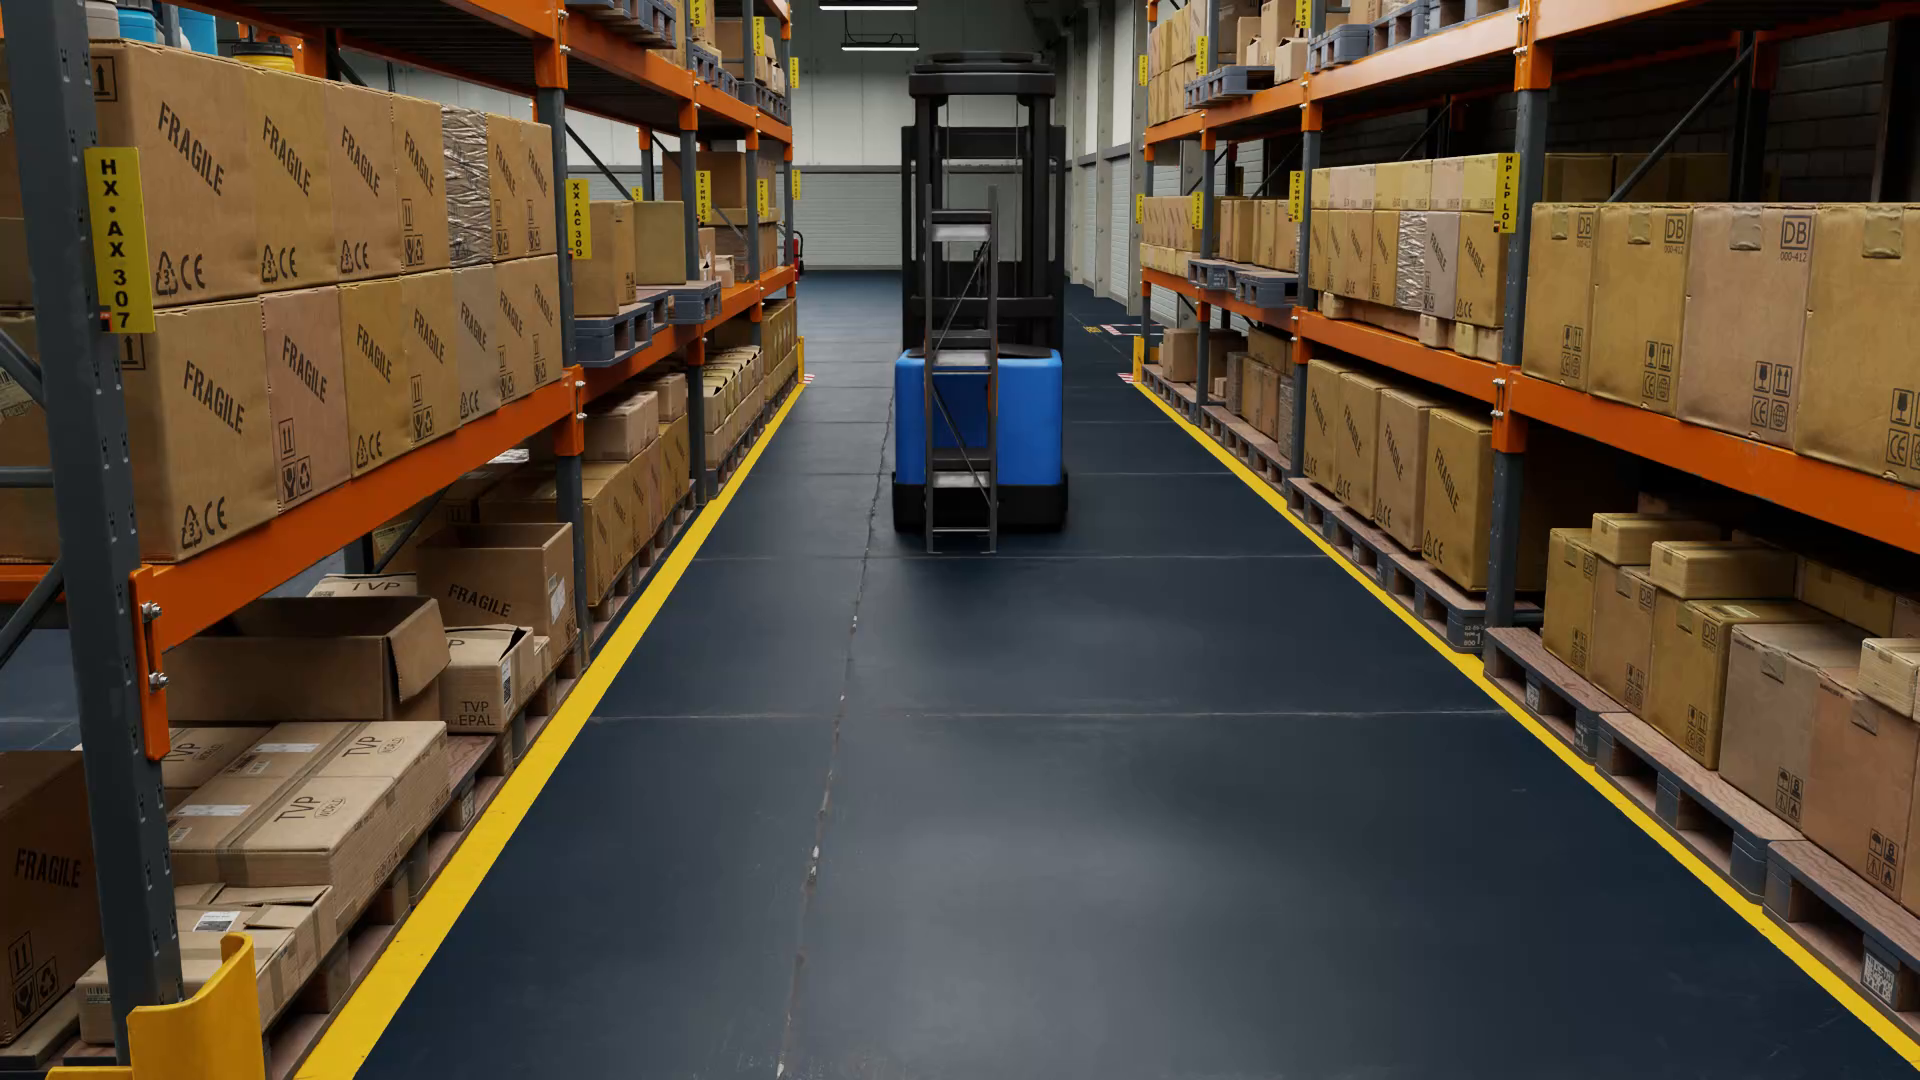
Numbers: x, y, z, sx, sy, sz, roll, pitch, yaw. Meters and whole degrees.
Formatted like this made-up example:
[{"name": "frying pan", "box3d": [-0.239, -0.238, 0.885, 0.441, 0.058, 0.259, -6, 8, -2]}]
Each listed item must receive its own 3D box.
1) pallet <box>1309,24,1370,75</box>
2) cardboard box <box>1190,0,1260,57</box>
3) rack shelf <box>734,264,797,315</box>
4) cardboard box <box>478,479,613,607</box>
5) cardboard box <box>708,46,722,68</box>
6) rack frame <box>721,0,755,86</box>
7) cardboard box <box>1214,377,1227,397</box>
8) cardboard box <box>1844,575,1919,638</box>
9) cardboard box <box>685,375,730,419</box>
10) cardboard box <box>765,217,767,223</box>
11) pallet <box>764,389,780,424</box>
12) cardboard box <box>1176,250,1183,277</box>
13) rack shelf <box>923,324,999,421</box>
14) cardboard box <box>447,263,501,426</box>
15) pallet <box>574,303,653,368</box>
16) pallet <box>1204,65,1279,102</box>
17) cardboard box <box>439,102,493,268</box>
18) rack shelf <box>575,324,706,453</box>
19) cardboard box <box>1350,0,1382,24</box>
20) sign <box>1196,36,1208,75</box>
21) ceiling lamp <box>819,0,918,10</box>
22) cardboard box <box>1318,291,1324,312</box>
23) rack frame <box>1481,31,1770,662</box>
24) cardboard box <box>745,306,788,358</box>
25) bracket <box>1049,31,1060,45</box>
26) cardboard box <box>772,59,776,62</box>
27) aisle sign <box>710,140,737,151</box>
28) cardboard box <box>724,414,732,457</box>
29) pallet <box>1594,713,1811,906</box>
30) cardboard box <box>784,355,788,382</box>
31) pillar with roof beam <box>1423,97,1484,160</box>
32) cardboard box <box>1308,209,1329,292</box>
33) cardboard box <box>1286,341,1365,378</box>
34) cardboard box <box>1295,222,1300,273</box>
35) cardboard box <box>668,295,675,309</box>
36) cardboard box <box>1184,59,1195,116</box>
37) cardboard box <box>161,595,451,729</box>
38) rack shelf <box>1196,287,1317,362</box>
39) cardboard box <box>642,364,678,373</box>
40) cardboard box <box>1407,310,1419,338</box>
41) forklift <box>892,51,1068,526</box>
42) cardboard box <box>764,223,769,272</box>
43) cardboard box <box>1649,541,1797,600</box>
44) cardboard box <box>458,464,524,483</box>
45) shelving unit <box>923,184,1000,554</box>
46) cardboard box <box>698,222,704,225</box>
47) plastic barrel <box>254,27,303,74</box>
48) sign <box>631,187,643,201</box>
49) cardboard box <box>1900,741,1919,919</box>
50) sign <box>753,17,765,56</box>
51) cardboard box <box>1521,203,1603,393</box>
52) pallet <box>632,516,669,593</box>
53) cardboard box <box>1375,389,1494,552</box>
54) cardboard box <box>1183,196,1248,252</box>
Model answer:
[{"name": "pallet", "box3d": [2.809, -2.968, 10.073, 1.213, 0.211, 1.003, 0, 11, 1]}, {"name": "cardboard box", "box3d": [2.379, -4.630, 14.978, 0.500, 0.500, 0.500, -1, 12, -6]}, {"name": "rack shelf", "box3d": [-2.334, -2.537, 16.829, 1.077, 0.370, 4.000, 0, 11, -1]}, {"name": "cardboard box", "box3d": [-1.893, 0.011, 7.643, 0.500, 0.500, 0.500, -1, 11, -4]}, {"name": "cardboard box", "box3d": [-2.289, -3.972, 13.869, 0.500, 0.250, 0.500, 1, 12, 5]}, {"name": "rack frame", "box3d": [-2.292, -5.432, 14.201, 1.000, 3.000, 0.127, 0, 11, -1]}, {"name": "cardboard box", "box3d": [2.619, -1.446, 15.663, 0.380, 0.166, 0.250, -2, 12, -9]}, {"name": "cardboard box", "box3d": [2.968, 0.207, 5.094, 0.380, 0.149, 0.250, 0, 11, -1]}, {"name": "cardboard box", "box3d": [-1.946, -1.040, 12.088, 0.500, 0.311, 0.500, -1, 11, -3]}, {"name": "cardboard box", "box3d": [-2.142, -3.270, 16.753, 0.380, 0.149, 0.250, 0, 11, -2]}, {"name": "pallet", "box3d": [-2.267, -1.284, 15.855, 1.003, 0.211, 1.213, 0, 11, -1]}, {"name": "cardboard box", "box3d": [2.345, -2.641, 15.861, 0.500, 0.250, 0.500, 0, 11, -1]}, {"name": "rack shelf", "box3d": [0.003, -0.983, 9.691, 0.431, 0.518, 0.480, 0, 11, -1]}, {"name": "cardboard box", "box3d": [-1.835, -0.648, 5.456, 0.500, 0.500, 0.500, 0, 11, 0]}, {"name": "pallet", "box3d": [-2.034, -0.967, 7.764, 1.003, 0.211, 1.213, 0, 11, -1]}, {"name": "pallet", "box3d": [2.591, -3.562, 12.999, 1.213, 0.211, 1.003, 0, 11, -1]}, {"name": "cardboard box", "box3d": [-1.834, -1.139, 5.364, 0.500, 0.500, 0.500, 0, 11, -1]}, {"name": "rack shelf", "box3d": [-2.168, -0.947, 8.991, 1.077, 0.370, 4.000, 0, 11, -1]}, {"name": "cardboard box", "box3d": [2.810, -3.358, 10.166, 0.700, 0.500, 0.500, -1, 12, -6]}, {"name": "sign", "box3d": [2.118, -4.233, 14.534, 0.100, 0.325, 0.005, 0, 11, -1]}, {"name": "ceiling lamp", "box3d": [-1.854, -12.337, 33.558, 2.000, 3.185, 0.800, 0, 11, -1]}, {"name": "cardboard box", "box3d": [2.518, -1.538, 10.678, 0.380, 0.149, 0.250, 0, 11, -2]}, {"name": "rack frame", "box3d": [2.825, -0.923, 7.063, 1.000, 3.000, 0.127, 0, 11, -1]}, {"name": "cardboard box", "box3d": [-2.022, -2.109, 16.885, 0.500, 0.500, 0.500, 0, 11, -1]}, {"name": "bracket", "box3d": [2.544, -13.244, 43.655, 0.076, 0.066, 4.783, 0, 11, -1]}, {"name": "cardboard box", "box3d": [-2.367, -4.968, 17.790, 0.797, 0.503, 0.637, 1, 11, 3]}, {"name": "aisle sign", "box3d": [-2.683, -4.573, 18.517, 0.394, 0.787, 0.004, 0, 11, -1]}, {"name": "cardboard box", "box3d": [-1.938, -0.760, 12.122, 0.500, 0.250, 0.500, -1, 11, -3]}, {"name": "pallet", "box3d": [2.791, 0.838, 5.396, 1.003, 0.211, 1.213, 0, 11, -1]}, {"name": "cardboard box", "box3d": [-2.026, -1.742, 16.960, 0.500, 0.250, 0.500, 0, 11, -1]}, {"name": "pillar with roof beam", "box3d": [-0.723, -4.902, 11.590, 9.100, 9.000, 0.400, 0, 11, -1]}, {"name": "cardboard box", "box3d": [2.497, -1.825, 10.460, 0.500, 0.500, 0.500, 0, 11, 1]}, {"name": "cardboard box", "box3d": [2.727, -1.332, 12.377, 0.500, 0.250, 0.500, 0, 11, 0]}, {"name": "cardboard box", "box3d": [2.723, -2.076, 11.389, 0.700, 0.500, 0.500, -2, 12, -8]}, {"name": "cardboard box", "box3d": [-2.174, -1.726, 11.245, 0.500, 0.311, 0.500, 0, 11, 2]}, {"name": "cardboard box", "box3d": [2.405, -4.242, 15.577, 0.500, 0.500, 0.500, -1, 12, -6]}, {"name": "cardboard box", "box3d": [-2.083, 0.480, 5.323, 0.797, 0.503, 0.637, 0, 11, -1]}, {"name": "rack shelf", "box3d": [2.702, -1.763, 13.014, 1.077, 0.370, 4.000, 0, 11, -1]}, {"name": "cardboard box", "box3d": [-2.500, -1.236, 13.058, 0.500, 0.311, 0.500, 0, 11, 0]}, {"name": "cardboard box", "box3d": [2.553, -1.128, 8.658, 0.380, 0.149, 0.250, -1, 11, -3]}, {"name": "forklift", "box3d": [0.165, -1.767, 11.399, 1.130, 2.935, 3.031, 0, 11, 2]}, {"name": "cardboard box", "box3d": [-2.358, -3.040, 17.249, 0.700, 0.500, 0.500, 0, 11, -1]}, {"name": "cardboard box", "box3d": [2.574, 0.100, 5.620, 0.380, 0.149, 0.250, -1, 11, -3]}, {"name": "cardboard box", "box3d": [-2.426, -0.087, 8.126, 0.500, 0.500, 0.500, 0, 11, -1]}, {"name": "shelving unit", "box3d": [0.003, -0.996, 9.688, 0.431, 2.100, 0.503, 0, 11, -1]}, {"name": "cardboard box", "box3d": [-2.512, -2.912, 14.986, 0.380, 0.149, 0.250, 0, 11, -1]}, {"name": "plastic barrel", "box3d": [-7.190, -5.058, 17.764, 0.600, 0.830, 0.708, 0, 11, -1]}, {"name": "sign", "box3d": [-2.847, -2.952, 14.691, 0.100, 0.325, 0.005, 0, 11, -1]}, {"name": "cardboard box", "box3d": [2.794, 0.753, 4.035, 0.700, 0.500, 0.500, 0, 11, -1]}, {"name": "sign", "box3d": [-1.750, -4.374, 14.438, 0.100, 0.325, 0.005, 0, 11, -1]}, {"name": "cardboard box", "box3d": [2.820, -0.962, 6.502, 0.980, 0.700, 0.700, 0, 11, 0]}, {"name": "pallet", "box3d": [-2.210, 0.060, 9.231, 1.003, 0.211, 1.213, 0, 11, -1]}, {"name": "cardboard box", "box3d": [2.661, -0.380, 8.740, 0.750, 0.750, 0.750, 0, 11, 1]}, {"name": "cardboard box", "box3d": [2.341, -2.910, 15.297, 0.500, 0.500, 0.500, 0, 11, -1]}]
